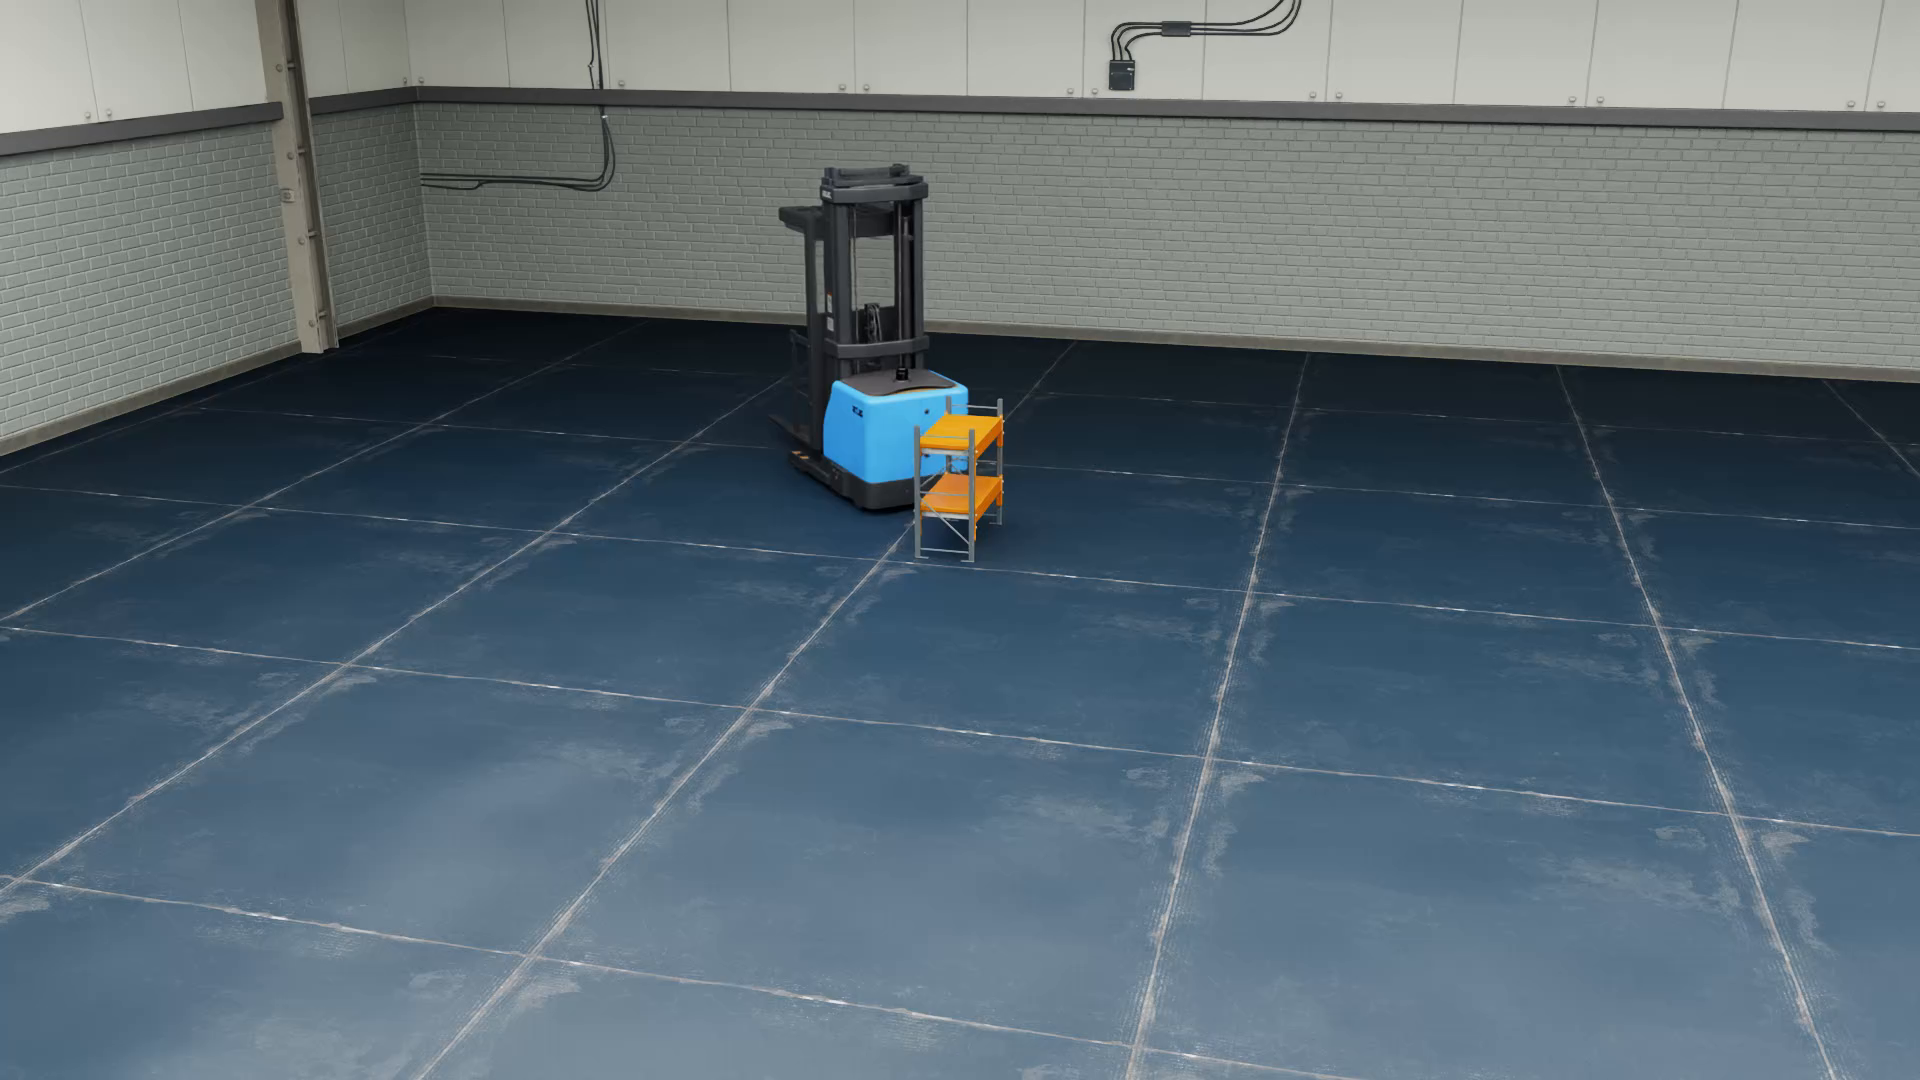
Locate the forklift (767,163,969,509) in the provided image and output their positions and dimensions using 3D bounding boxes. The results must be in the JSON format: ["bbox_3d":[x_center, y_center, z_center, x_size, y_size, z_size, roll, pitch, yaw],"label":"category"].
[{"bbox_3d":[-1.024,-2.094,15.782,1.130,2.935,3.031,-9,21,-25],"label":"forklift"}]

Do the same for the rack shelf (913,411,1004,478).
[{"bbox_3d":[-0.002,-0.807,13.905,0.538,0.278,1.000,5,19,13],"label":"rack shelf"}]

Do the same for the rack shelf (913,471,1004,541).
[{"bbox_3d":[-0.002,-0.299,14.079,0.538,0.278,1.000,5,19,13],"label":"rack shelf"}]

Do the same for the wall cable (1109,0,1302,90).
[{"bbox_3d":[2.982,-8.380,19.537,2.305,6.003,0.169,5,19,13],"label":"wall cable"}]

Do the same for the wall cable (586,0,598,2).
[{"bbox_3d":[-3.597,-8.232,21.357,3.097,2.526,0.112,5,19,13],"label":"wall cable"}]

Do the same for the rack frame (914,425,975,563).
[{"bbox_3d":[-0.126,-0.371,13.533,0.500,1.125,0.032,5,19,13],"label":"rack frame"}]

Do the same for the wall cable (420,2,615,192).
[{"bbox_3d":[-6.220,-6.056,22.799,3.097,2.526,0.112,5,19,13],"label":"wall cable"}]

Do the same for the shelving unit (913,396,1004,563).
[{"bbox_3d":[-0.002,-0.530,14.000,0.538,1.125,1.048,5,19,13],"label":"shelving unit"}]

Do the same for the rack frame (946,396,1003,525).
[{"bbox_3d":[0.123,-0.690,14.466,0.500,1.125,0.032,5,19,13],"label":"rack frame"}]

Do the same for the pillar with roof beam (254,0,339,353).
[{"bbox_3d":[-4.048,-6.366,18.904,9.100,9.000,0.400,5,19,13],"label":"pillar with roof beam"}]
